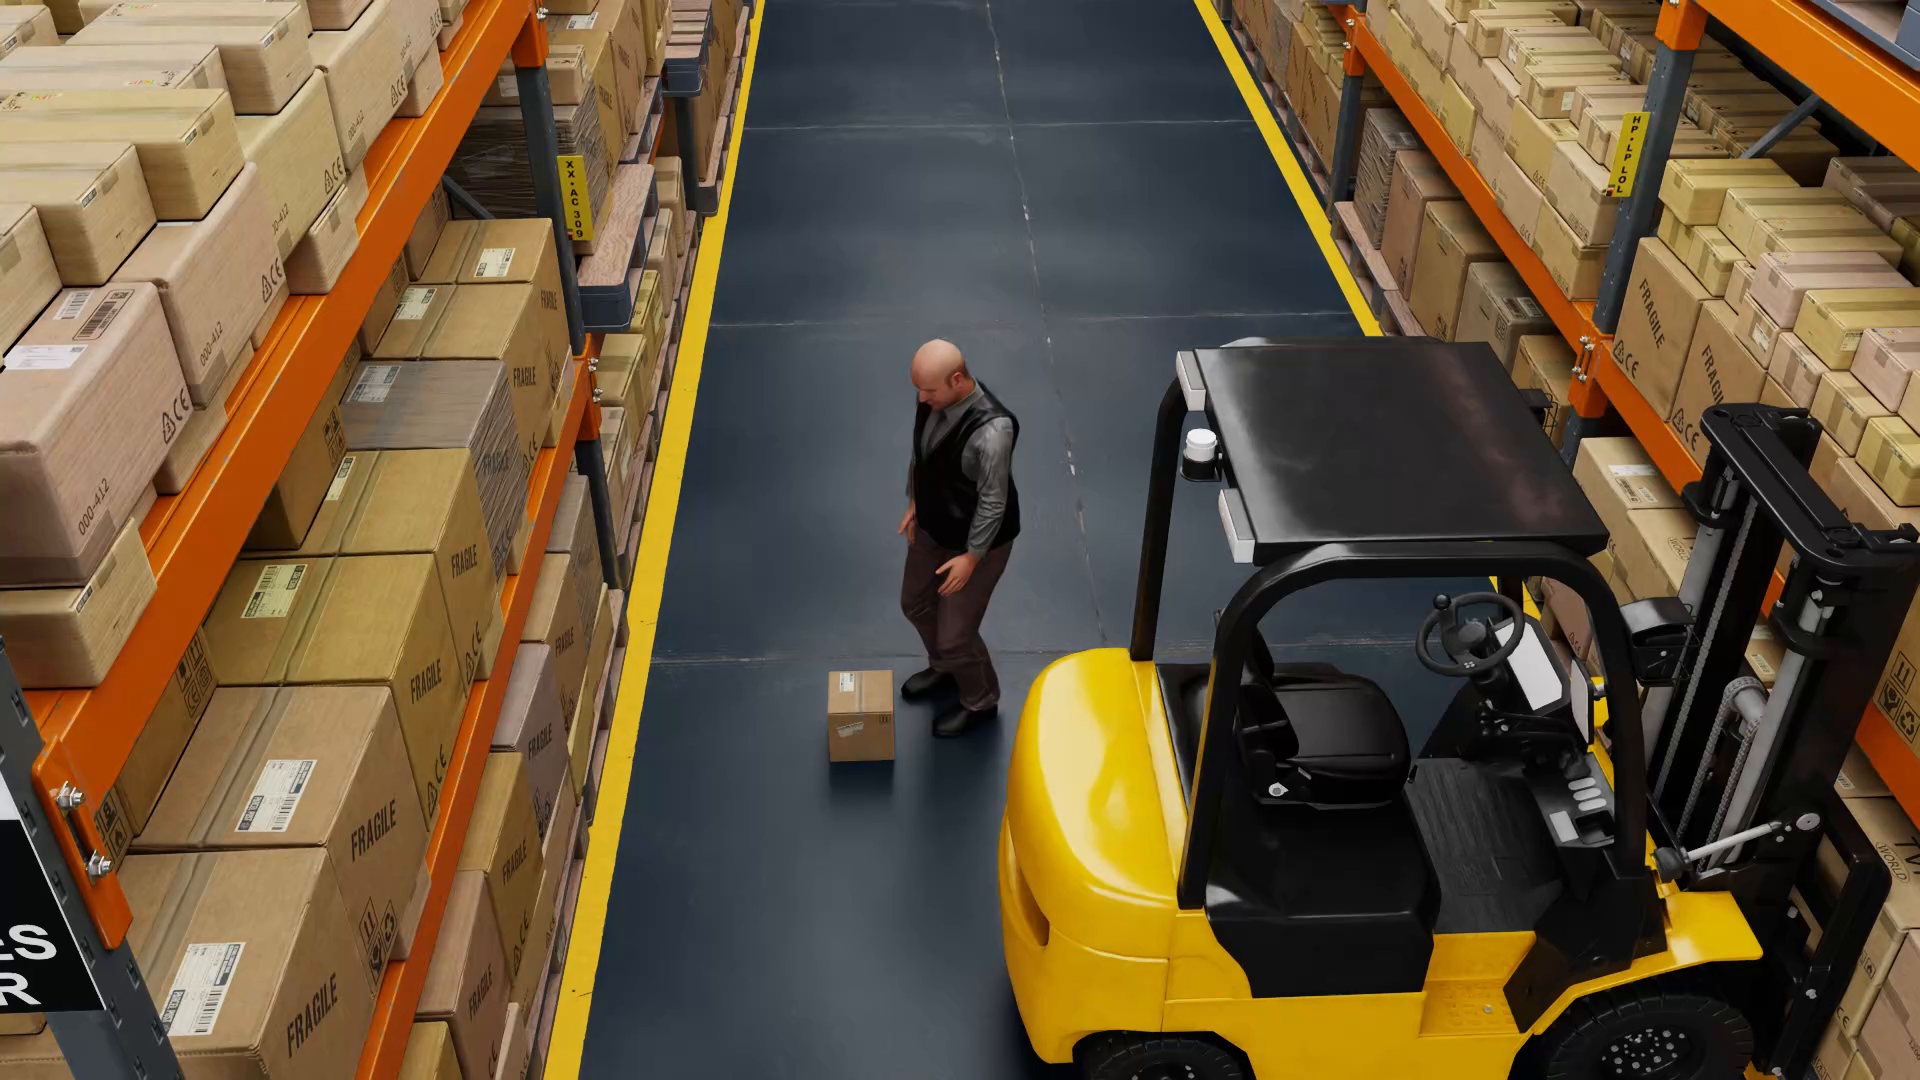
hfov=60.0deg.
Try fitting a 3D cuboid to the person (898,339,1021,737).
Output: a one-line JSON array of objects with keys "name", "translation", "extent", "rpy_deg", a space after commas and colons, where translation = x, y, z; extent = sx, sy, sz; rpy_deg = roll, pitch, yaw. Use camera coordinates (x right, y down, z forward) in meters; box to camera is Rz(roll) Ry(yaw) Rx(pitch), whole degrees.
[{"name": "person", "translation": [0.001, -0.018, 6.239], "extent": [0.423, 1.677, 0.556], "rpy_deg": [-19, 39, -24]}]
